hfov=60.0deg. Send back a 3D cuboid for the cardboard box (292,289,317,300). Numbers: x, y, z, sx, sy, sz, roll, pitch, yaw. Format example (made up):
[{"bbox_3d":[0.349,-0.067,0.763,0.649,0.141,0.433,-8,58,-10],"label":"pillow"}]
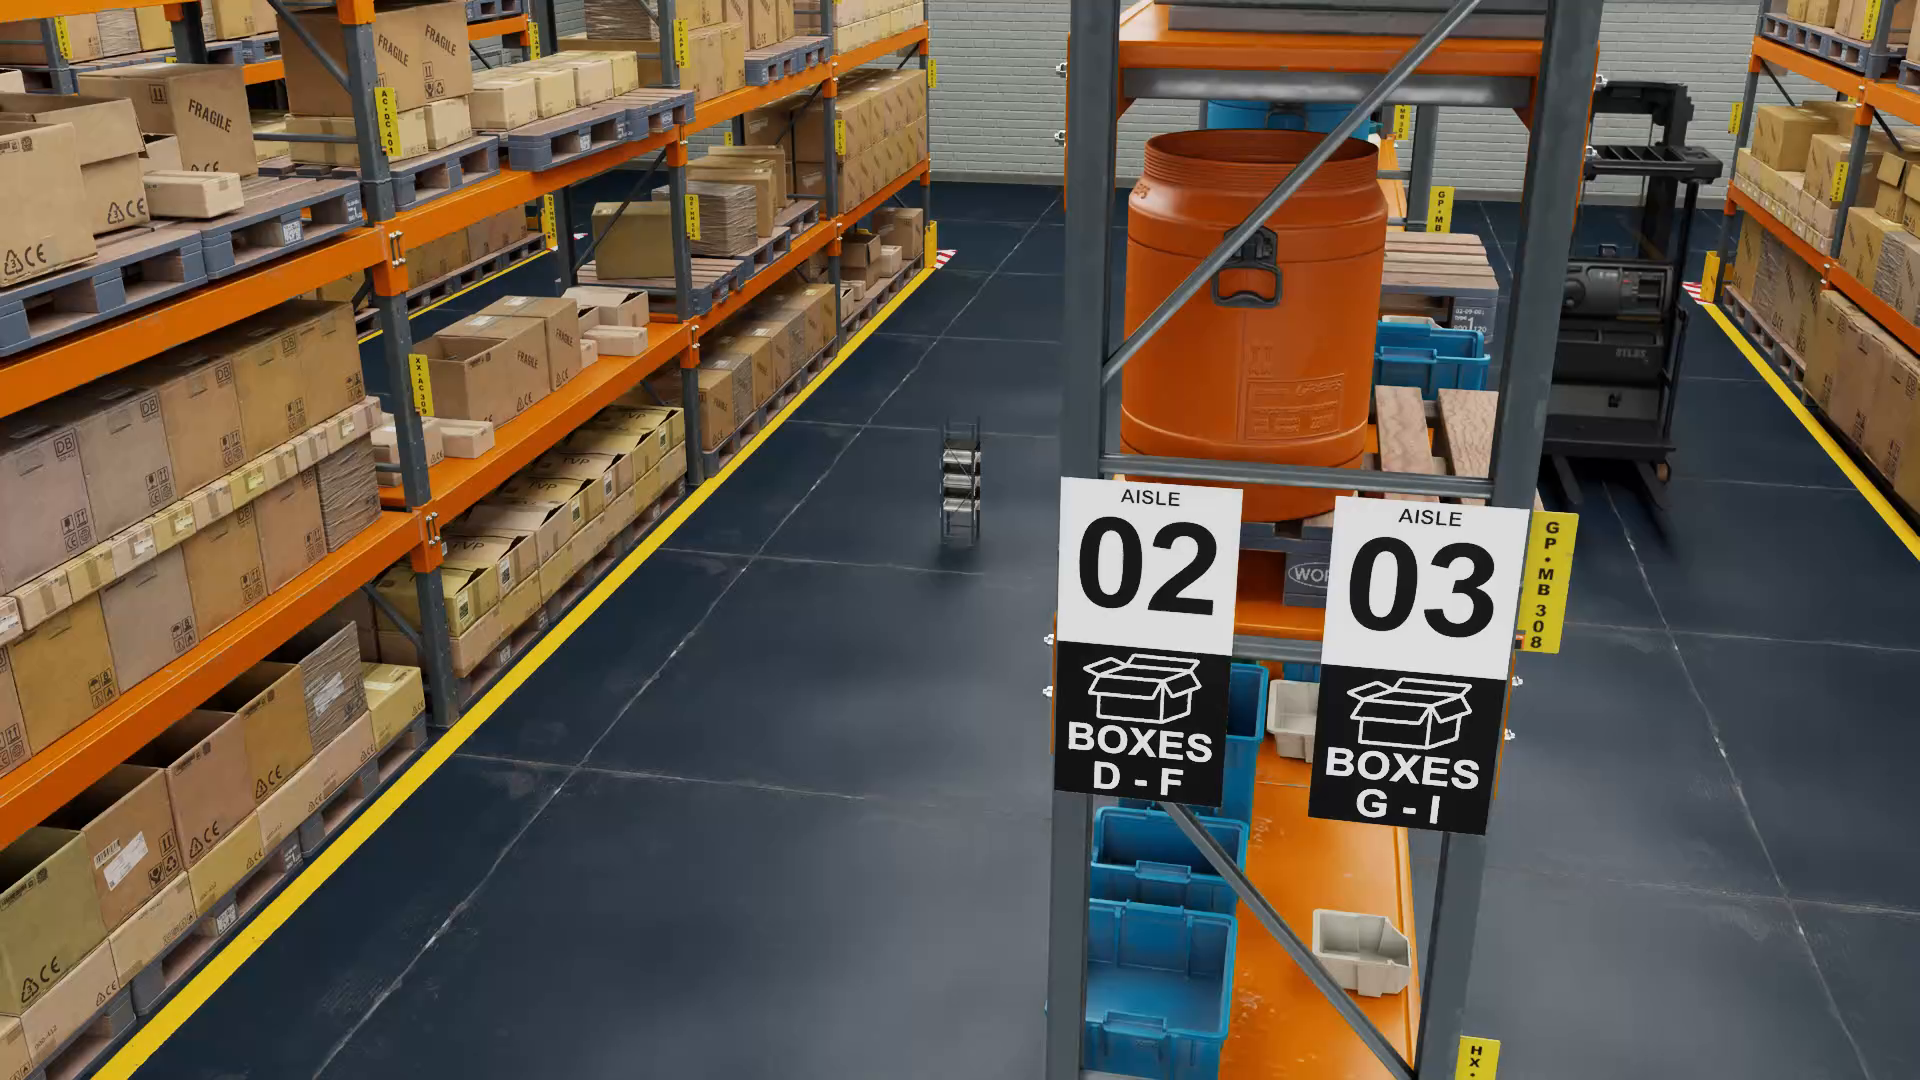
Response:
[{"bbox_3d":[-6.713,-2.324,15.924,0.750,0.750,0.750,5,23,13],"label":"cardboard box"}]

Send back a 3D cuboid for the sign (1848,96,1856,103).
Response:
[{"bbox_3d":[9.362,-4.630,17.468,0.100,0.325,0.005,4,22,11],"label":"sign"}]

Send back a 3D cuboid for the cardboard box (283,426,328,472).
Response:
[{"bbox_3d":[-3.261,-0.443,7.935,0.380,0.149,0.250,4,22,9],"label":"cardboard box"}]

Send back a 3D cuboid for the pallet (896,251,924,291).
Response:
[{"bbox_3d":[-1.040,-3.173,19.450,1.003,0.211,1.213,4,22,11],"label":"pallet"}]

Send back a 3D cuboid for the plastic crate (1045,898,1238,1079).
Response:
[{"bbox_3d":[0.530,1.308,4.791,0.499,0.251,0.616,4,22,11],"label":"plastic crate"}]

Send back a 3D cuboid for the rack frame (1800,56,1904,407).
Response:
[{"bbox_3d":[8.018,-2.567,14.211,1.000,3.000,0.127,4,22,11],"label":"rack frame"}]

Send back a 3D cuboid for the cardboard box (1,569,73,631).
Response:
[{"bbox_3d":[-3.628,0.214,6.306,0.380,0.149,0.250,4,22,9],"label":"cardboard box"}]

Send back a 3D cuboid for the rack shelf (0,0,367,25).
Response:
[{"bbox_3d":[-3.720,-1.929,6.097,1.077,0.370,4.000,4,22,11],"label":"rack shelf"}]

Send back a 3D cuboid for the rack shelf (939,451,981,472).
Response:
[{"bbox_3d":[0.002,-0.556,11.638,0.258,0.077,0.200,4,22,11],"label":"rack shelf"}]

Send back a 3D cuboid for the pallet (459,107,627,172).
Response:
[{"bbox_3d":[-2.772,-2.500,10.283,1.003,0.211,1.213,6,23,13],"label":"pallet"}]

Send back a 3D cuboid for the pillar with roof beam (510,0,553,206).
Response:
[{"bbox_3d":[-1.795,-8.670,21.336,9.100,9.000,0.400,4,22,11],"label":"pillar with roof beam"}]

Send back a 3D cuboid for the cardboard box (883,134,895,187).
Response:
[{"bbox_3d":[-1.001,-4.091,17.864,0.500,0.500,0.500,4,22,10],"label":"cardboard box"}]

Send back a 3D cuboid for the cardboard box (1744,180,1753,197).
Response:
[{"bbox_3d":[8.336,-3.621,17.165,0.380,0.149,0.250,4,22,10],"label":"cardboard box"}]

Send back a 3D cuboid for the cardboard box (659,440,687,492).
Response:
[{"bbox_3d":[-2.364,-0.569,12.369,0.500,0.250,0.500,5,22,12],"label":"cardboard box"}]

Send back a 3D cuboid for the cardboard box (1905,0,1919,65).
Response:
[{"bbox_3d":[7.909,-3.986,13.025,0.700,0.500,0.500,5,22,12],"label":"cardboard box"}]

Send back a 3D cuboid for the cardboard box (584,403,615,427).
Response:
[{"bbox_3d":[-2.890,-0.871,12.368,0.500,0.311,0.500,5,23,13],"label":"cardboard box"}]

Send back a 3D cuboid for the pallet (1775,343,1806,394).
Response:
[{"bbox_3d":[8.250,-1.545,15.408,1.003,0.211,1.213,4,22,11],"label":"pallet"}]

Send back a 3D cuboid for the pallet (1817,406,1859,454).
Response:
[{"bbox_3d":[7.934,-0.985,14.017,1.003,0.211,1.213,4,22,11],"label":"pallet"}]

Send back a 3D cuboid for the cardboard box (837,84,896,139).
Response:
[{"bbox_3d":[-0.993,-4.550,17.663,0.500,0.500,0.500,5,23,13],"label":"cardboard box"}]

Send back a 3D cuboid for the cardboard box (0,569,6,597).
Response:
[{"bbox_3d":[-3.907,0.036,5.880,0.700,0.500,0.500,4,22,10],"label":"cardboard box"}]

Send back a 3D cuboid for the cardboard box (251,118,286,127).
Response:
[{"bbox_3d":[-6.488,-3.864,15.871,0.500,0.250,0.500,5,22,12],"label":"cardboard box"}]

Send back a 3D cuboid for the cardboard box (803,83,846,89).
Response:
[{"bbox_3d":[-1.521,-4.594,17.772,0.500,0.500,0.500,4,22,10],"label":"cardboard box"}]

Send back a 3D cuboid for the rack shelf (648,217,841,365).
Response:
[{"bbox_3d":[-2.087,-2.258,14.408,1.077,0.370,4.000,4,22,11],"label":"rack shelf"}]

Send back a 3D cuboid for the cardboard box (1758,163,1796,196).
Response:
[{"bbox_3d":[8.266,-3.569,16.502,0.500,0.250,0.500,4,22,9],"label":"cardboard box"}]

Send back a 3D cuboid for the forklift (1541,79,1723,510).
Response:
[{"bbox_3d":[5.015,-1.947,12.764,1.130,2.935,3.031,4,22,11],"label":"forklift"}]

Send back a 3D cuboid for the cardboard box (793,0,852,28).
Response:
[{"bbox_3d":[-1.337,-5.036,15.858,0.500,0.250,0.500,4,22,11],"label":"cardboard box"}]

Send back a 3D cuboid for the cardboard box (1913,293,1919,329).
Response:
[{"bbox_3d":[7.270,-1.721,11.979,0.500,0.500,0.500,4,22,9],"label":"cardboard box"}]

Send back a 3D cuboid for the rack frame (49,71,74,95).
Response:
[{"bbox_3d":[-7.346,-2.236,13.391,1.000,3.000,0.127,4,22,11],"label":"rack frame"}]

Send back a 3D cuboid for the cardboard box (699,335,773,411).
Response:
[{"bbox_3d":[-1.914,-1.424,14.132,0.500,0.500,0.500,4,22,10],"label":"cardboard box"}]

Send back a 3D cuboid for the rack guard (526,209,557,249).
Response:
[{"bbox_3d":[-5.708,-4.012,21.145,1.175,0.500,0.348,4,22,11],"label":"rack guard"}]

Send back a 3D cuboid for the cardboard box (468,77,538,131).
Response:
[{"bbox_3d":[-2.862,-2.609,9.939,0.500,0.250,0.500,3,22,6],"label":"cardboard box"}]

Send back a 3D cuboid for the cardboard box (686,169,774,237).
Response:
[{"bbox_3d":[-1.979,-2.913,14.376,0.700,0.500,0.500,-1,22,-3],"label":"cardboard box"}]

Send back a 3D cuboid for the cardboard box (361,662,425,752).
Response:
[{"bbox_3d":[-3.192,0.870,8.798,0.500,0.250,0.500,4,22,11],"label":"cardboard box"}]

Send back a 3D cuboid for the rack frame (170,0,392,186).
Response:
[{"bbox_3d":[-3.312,-3.180,7.704,1.000,3.000,0.127,4,22,11],"label":"rack frame"}]

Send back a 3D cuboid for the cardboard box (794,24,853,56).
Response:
[{"bbox_3d":[-1.338,-4.804,15.952,0.500,0.250,0.500,4,22,11],"label":"cardboard box"}]

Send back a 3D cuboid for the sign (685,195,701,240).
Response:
[{"bbox_3d":[-1.951,-2.356,12.139,0.100,0.325,0.005,4,22,11],"label":"sign"}]

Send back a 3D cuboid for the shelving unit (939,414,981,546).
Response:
[{"bbox_3d":[0.002,-0.420,11.693,0.258,0.900,0.210,4,22,11],"label":"shelving unit"}]

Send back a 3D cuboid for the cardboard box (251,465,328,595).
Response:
[{"bbox_3d":[-3.497,-0.088,7.922,0.700,0.500,0.500,4,22,10],"label":"cardboard box"}]

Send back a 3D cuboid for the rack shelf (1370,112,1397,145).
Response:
[{"bbox_3d":[2.761,-3.270,12.906,1.077,0.370,4.000,4,22,11],"label":"rack shelf"}]

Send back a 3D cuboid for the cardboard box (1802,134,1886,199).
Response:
[{"bbox_3d":[7.956,-3.354,14.966,0.500,0.500,0.500,5,22,11],"label":"cardboard box"}]

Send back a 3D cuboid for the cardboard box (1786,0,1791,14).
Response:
[{"bbox_3d":[8.780,-5.514,16.685,0.700,0.500,0.500,3,22,8],"label":"cardboard box"}]

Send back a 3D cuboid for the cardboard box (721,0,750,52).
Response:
[{"bbox_3d":[-2.124,-4.335,13.758,0.600,0.600,0.600,4,22,9],"label":"cardboard box"}]

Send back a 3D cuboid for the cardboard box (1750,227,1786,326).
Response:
[{"bbox_3d":[8.596,-2.666,16.739,0.875,0.875,0.875,4,22,11],"label":"cardboard box"}]

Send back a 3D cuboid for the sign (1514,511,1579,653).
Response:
[{"bbox_3d":[1.258,0.093,3.582,0.100,0.325,0.005,4,22,11],"label":"sign"}]

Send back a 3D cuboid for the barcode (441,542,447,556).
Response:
[{"bbox_3d":[-2.852,0.051,9.183,0.001,0.075,0.075,4,22,11],"label":"barcode"}]

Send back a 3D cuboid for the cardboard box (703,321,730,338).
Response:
[{"bbox_3d":[-2.328,-1.646,14.683,0.500,0.500,0.500,4,22,9],"label":"cardboard box"}]

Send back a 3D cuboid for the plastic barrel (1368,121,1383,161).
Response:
[{"bbox_3d":[2.322,-2.326,9.783,0.301,0.262,0.301,0,22,0],"label":"plastic barrel"}]

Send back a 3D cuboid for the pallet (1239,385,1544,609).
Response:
[{"bbox_3d":[0.985,-0.154,4.459,1.003,0.211,1.213,4,22,11],"label":"pallet"}]

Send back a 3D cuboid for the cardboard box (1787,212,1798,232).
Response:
[{"bbox_3d":[7.969,-2.963,15.532,0.380,0.149,0.250,5,22,12],"label":"cardboard box"}]

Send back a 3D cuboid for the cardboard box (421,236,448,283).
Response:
[{"bbox_3d":[-6.171,-3.184,18.528,0.700,0.500,0.500,4,22,10],"label":"cardboard box"}]

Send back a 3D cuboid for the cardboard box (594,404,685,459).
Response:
[{"bbox_3d":[-2.361,-0.829,12.265,0.500,0.311,0.500,5,22,12],"label":"cardboard box"}]

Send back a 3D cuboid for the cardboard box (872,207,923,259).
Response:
[{"bbox_3d":[-0.733,-3.613,19.566,0.500,0.500,0.500,4,22,11],"label":"cardboard box"}]

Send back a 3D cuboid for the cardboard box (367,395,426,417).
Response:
[{"bbox_3d":[-3.312,-0.671,9.683,0.396,0.266,0.258,4,22,10],"label":"cardboard box"}]

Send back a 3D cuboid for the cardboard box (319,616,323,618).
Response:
[{"bbox_3d":[-3.713,0.481,8.758,0.500,0.500,0.500,4,22,11],"label":"cardboard box"}]

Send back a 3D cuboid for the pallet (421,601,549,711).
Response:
[{"bbox_3d":[-3.200,0.624,10.022,1.003,0.211,1.213,4,22,11],"label":"pallet"}]

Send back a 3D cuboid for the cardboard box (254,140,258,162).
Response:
[{"bbox_3d":[-6.696,-3.491,14.945,0.500,0.250,0.500,4,22,10],"label":"cardboard box"}]
